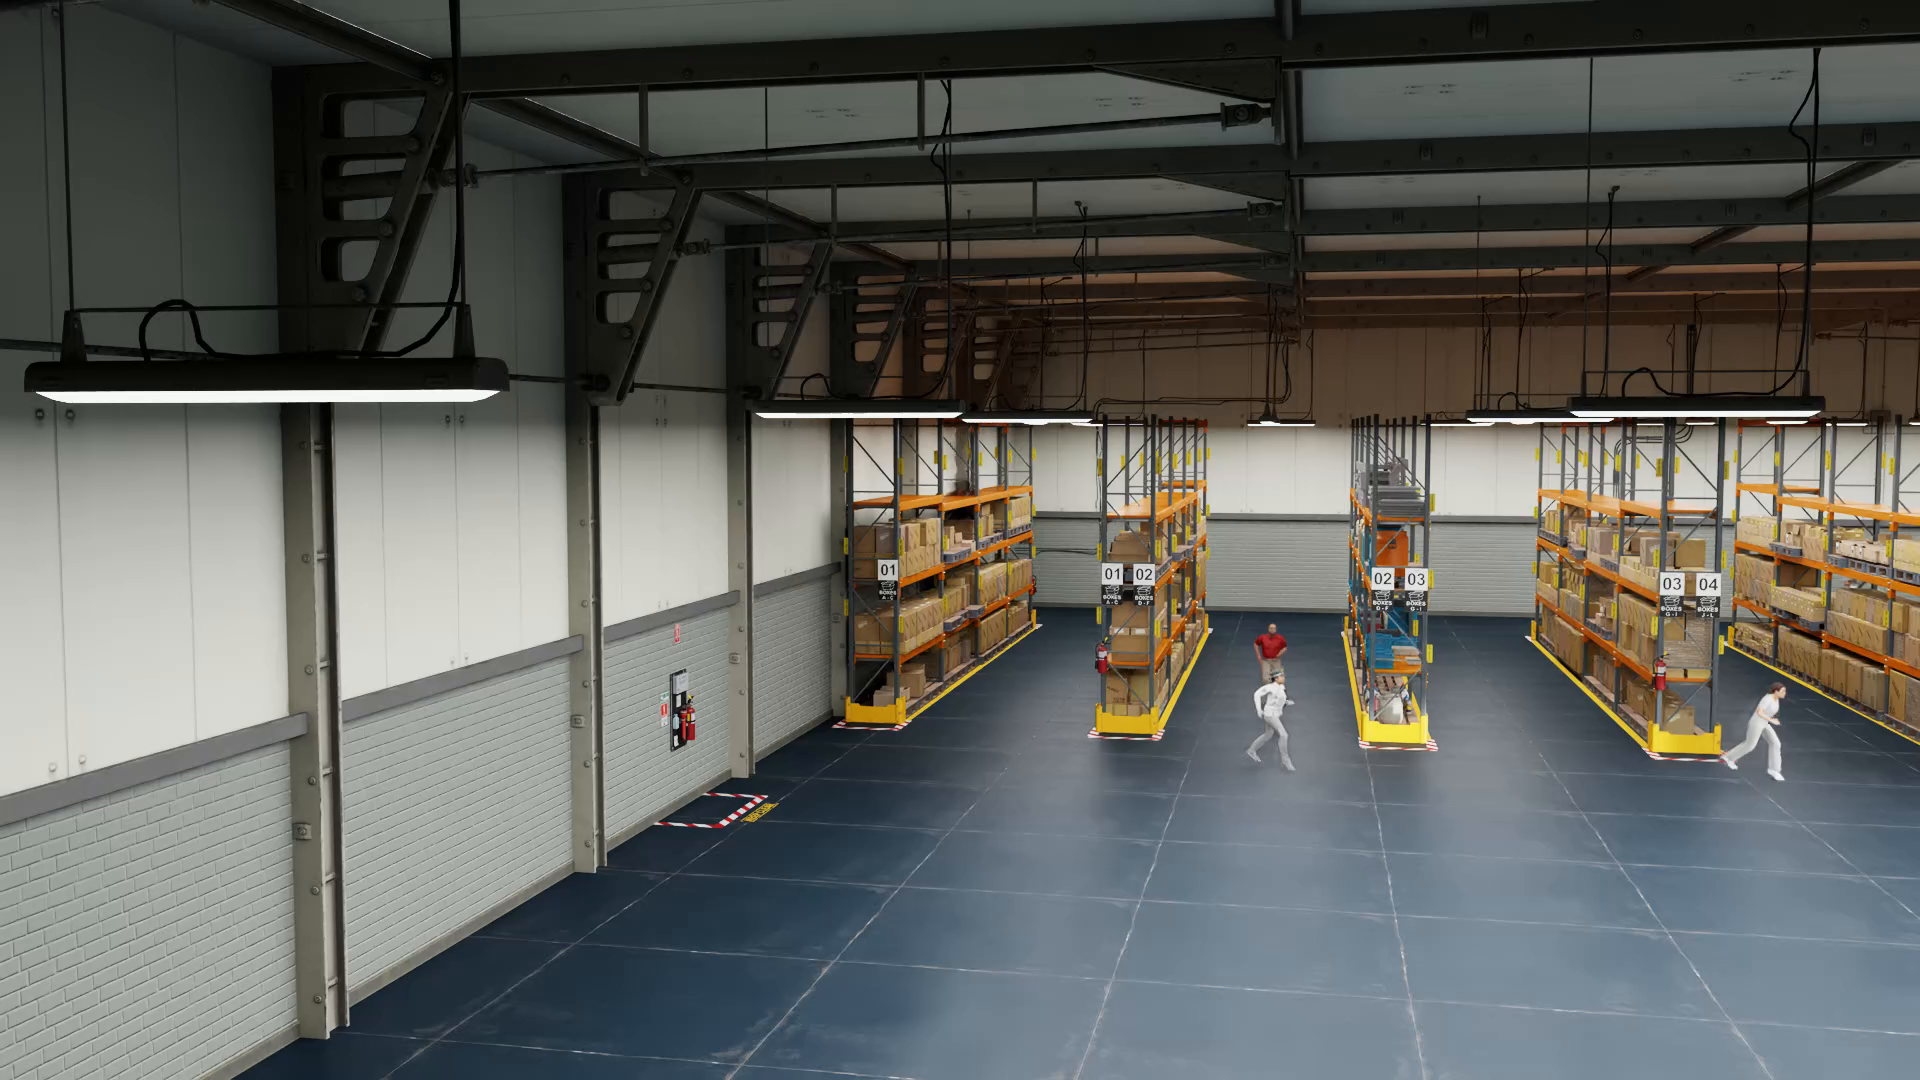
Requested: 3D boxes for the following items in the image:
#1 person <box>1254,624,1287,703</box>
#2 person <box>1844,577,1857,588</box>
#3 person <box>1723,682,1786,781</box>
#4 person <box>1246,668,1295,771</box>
[{"bbox_3d":[6.459,2.574,34.537,0.653,1.677,0.649,0,4,3],"label":"person"},{"bbox_3d":[23.964,1.870,44.711,0.910,1.829,0.673,1,4,20],"label":"person"},{"bbox_3d":[13.140,3.117,27.469,0.999,1.626,0.604,4,5,44],"label":"person"},{"bbox_3d":[5.265,3.015,28.148,0.897,1.725,0.635,3,5,37],"label":"person"}]
